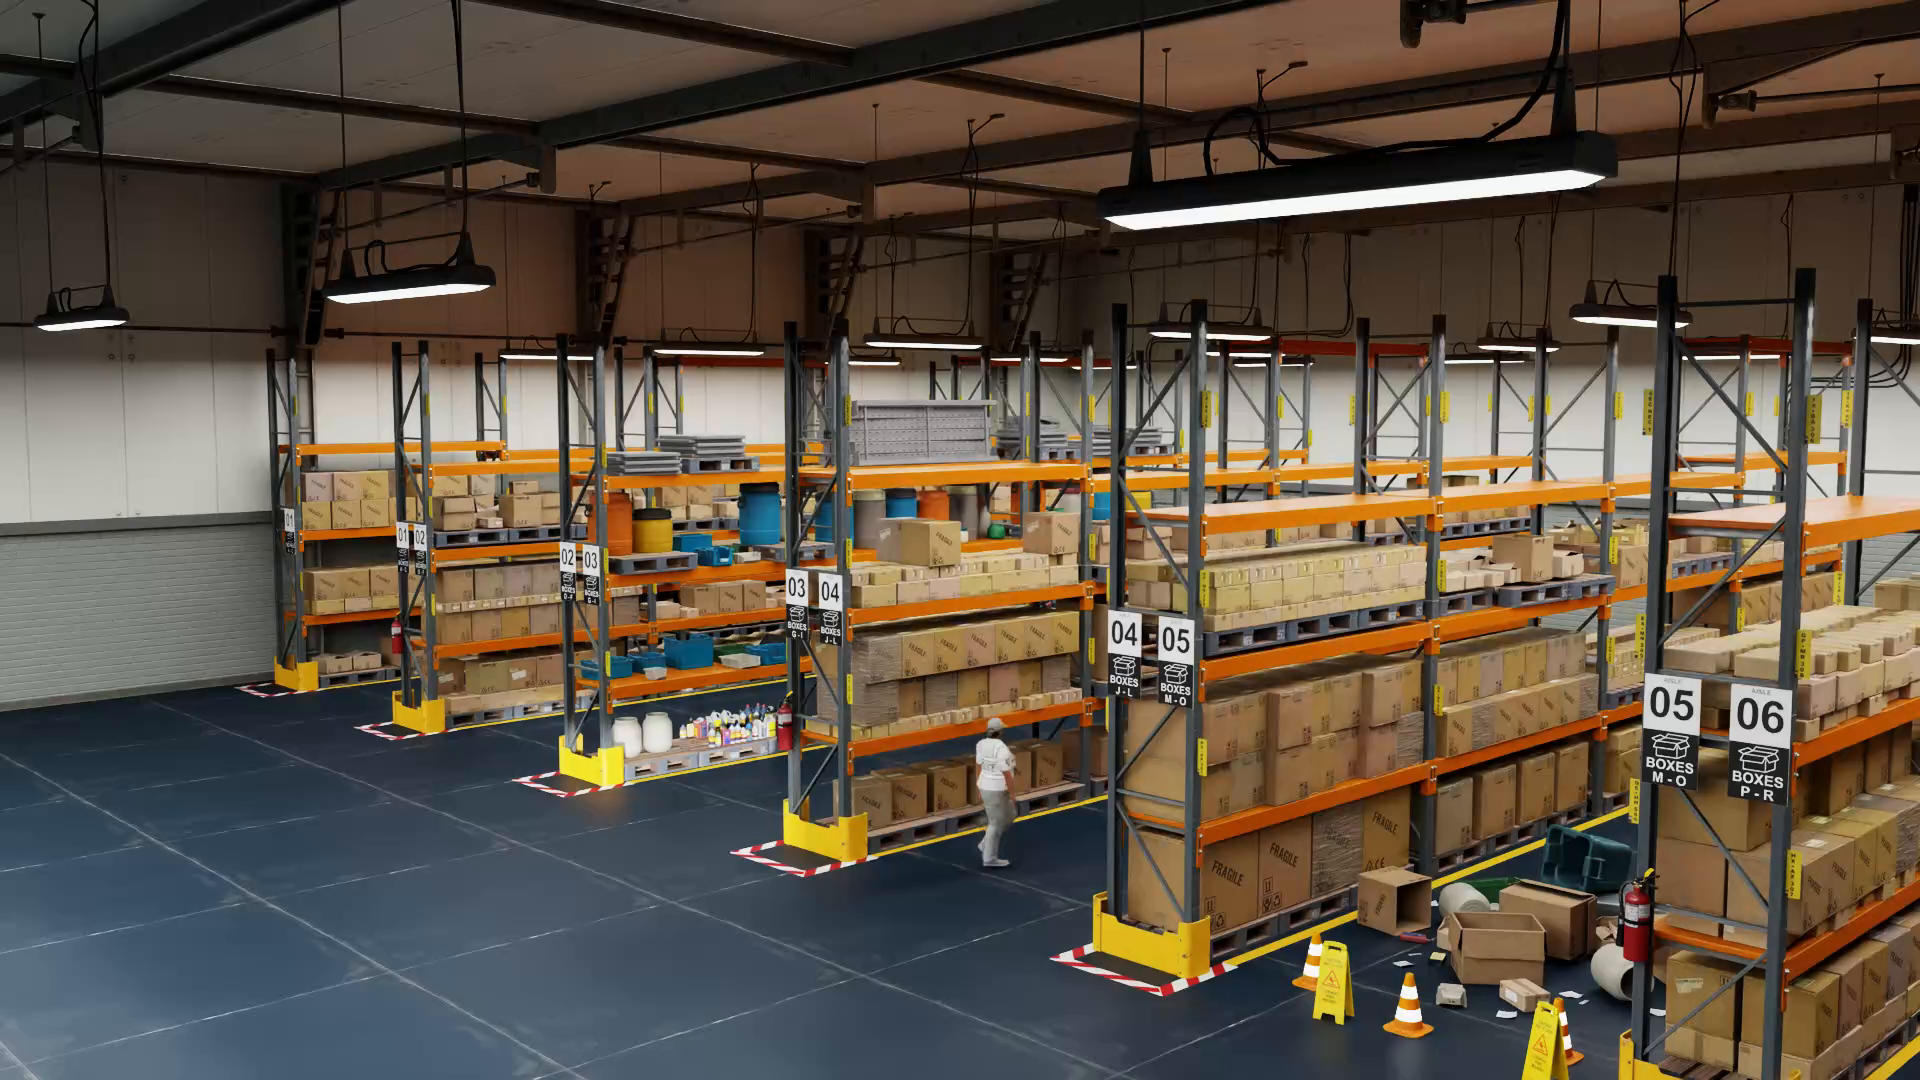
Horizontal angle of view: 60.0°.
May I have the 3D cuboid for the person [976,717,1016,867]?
[{"bbox_3d":[0.411,2.755,18.181,0.457,1.665,0.495,0,5,-6],"label":"person"}]
